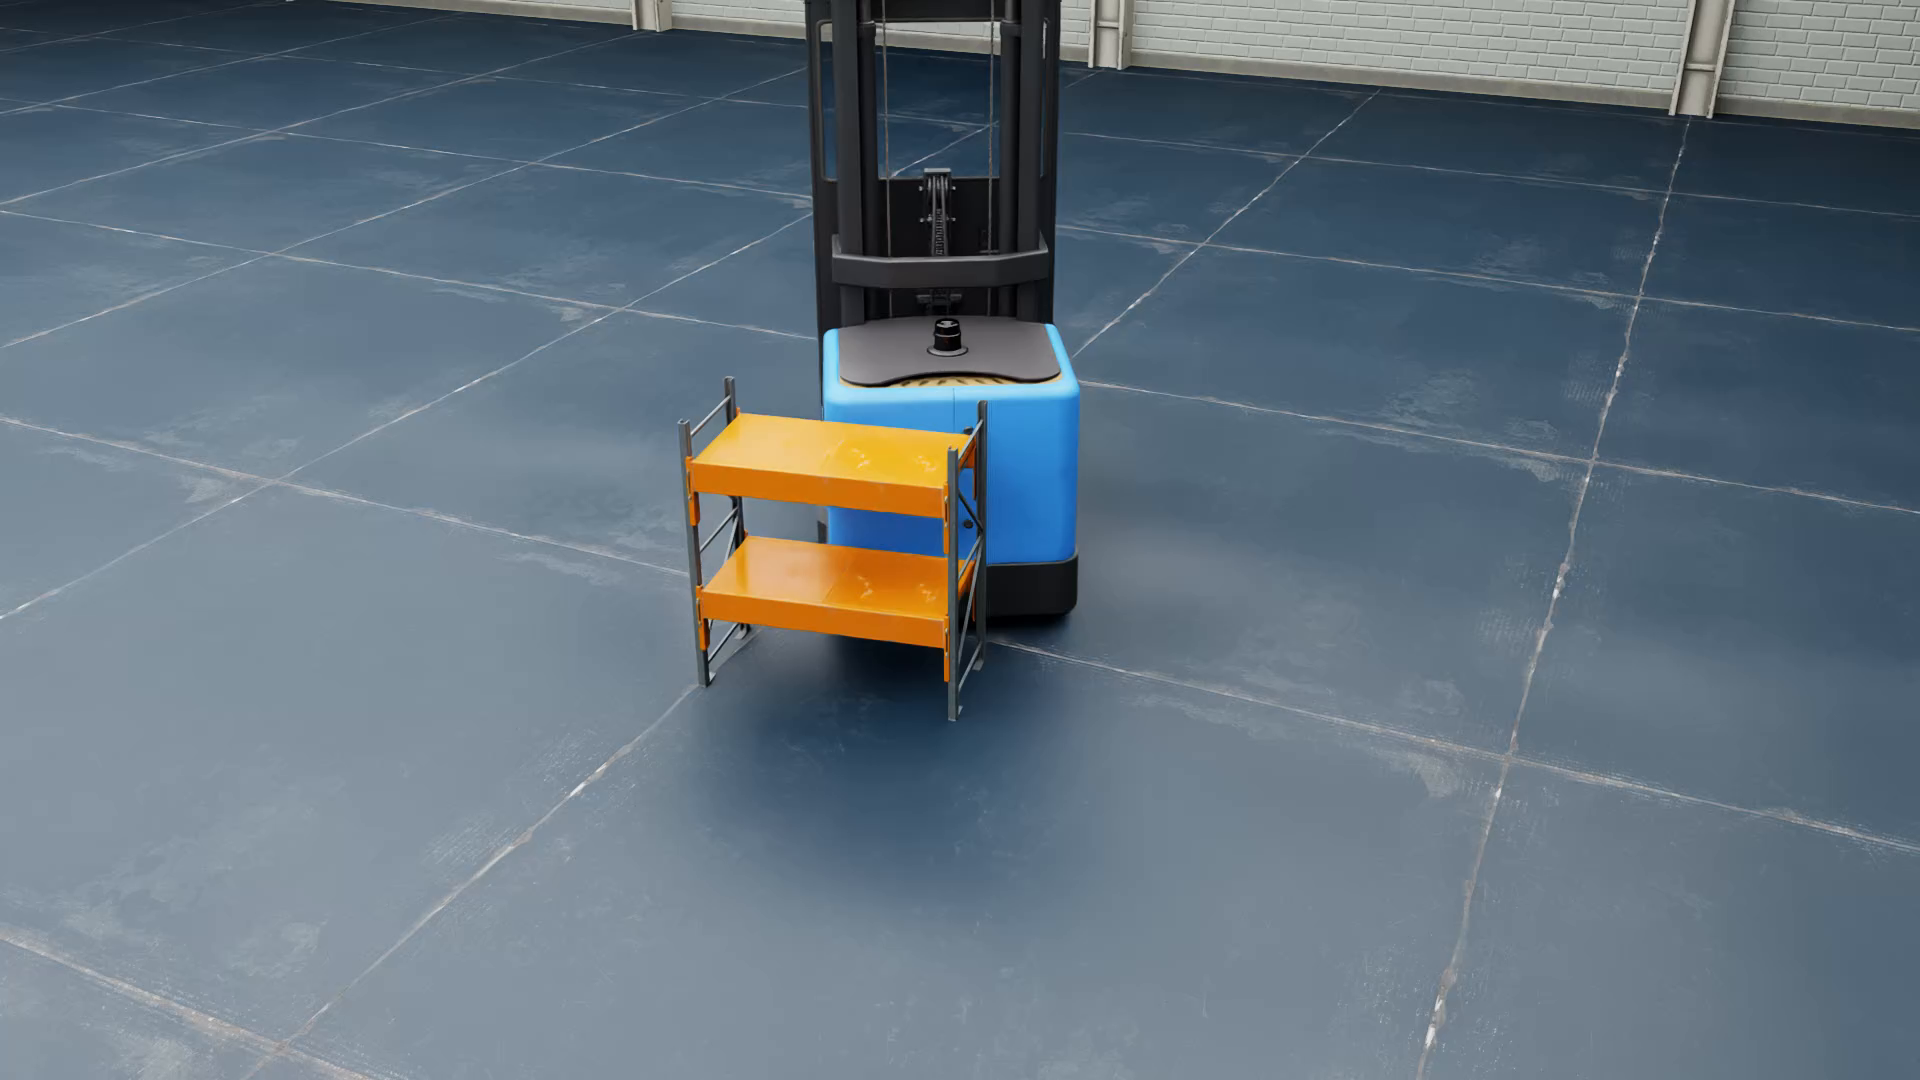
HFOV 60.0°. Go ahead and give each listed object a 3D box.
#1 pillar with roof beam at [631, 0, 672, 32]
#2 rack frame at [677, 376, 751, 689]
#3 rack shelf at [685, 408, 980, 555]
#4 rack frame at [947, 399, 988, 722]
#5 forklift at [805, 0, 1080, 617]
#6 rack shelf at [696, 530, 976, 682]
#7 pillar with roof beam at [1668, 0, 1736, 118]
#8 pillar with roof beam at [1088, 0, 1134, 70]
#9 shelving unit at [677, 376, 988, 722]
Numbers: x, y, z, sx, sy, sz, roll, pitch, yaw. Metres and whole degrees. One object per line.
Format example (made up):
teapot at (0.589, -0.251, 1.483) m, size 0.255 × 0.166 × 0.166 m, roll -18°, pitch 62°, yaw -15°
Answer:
pillar with roof beam at (-5.588, -8.652, 15.135) m, size 0.400 × 9.000 × 9.100 m, roll 11°, pitch 28°, yaw 22°
rack frame at (-0.957, -0.027, 6.531) m, size 0.032 × 1.125 × 0.500 m, roll 6°, pitch 27°, yaw 13°
rack shelf at (-0.464, -0.235, 6.291) m, size 1.000 × 0.278 × 0.538 m, roll 6°, pitch 27°, yaw 13°
rack frame at (0.030, 0.082, 6.310) m, size 0.032 × 1.125 × 0.500 m, roll 6°, pitch 27°, yaw 13°
forklift at (-0.134, -1.594, 7.669) m, size 1.130 × 2.935 × 3.031 m, roll -2°, pitch 26°, yaw -4°
rack shelf at (-0.463, 0.247, 6.528) m, size 1.000 × 0.278 × 0.538 m, roll 6°, pitch 27°, yaw 13°
pillar with roof beam at (5.335, -6.457, 10.678) m, size 0.400 × 9.000 × 9.100 m, roll 11°, pitch 28°, yaw 22°
pillar with roof beam at (-0.126, -7.555, 12.906) m, size 0.400 × 9.000 × 9.100 m, roll 11°, pitch 28°, yaw 22°
shelving unit at (-0.464, 0.028, 6.420) m, size 1.048 × 1.125 × 0.538 m, roll 6°, pitch 27°, yaw 13°
